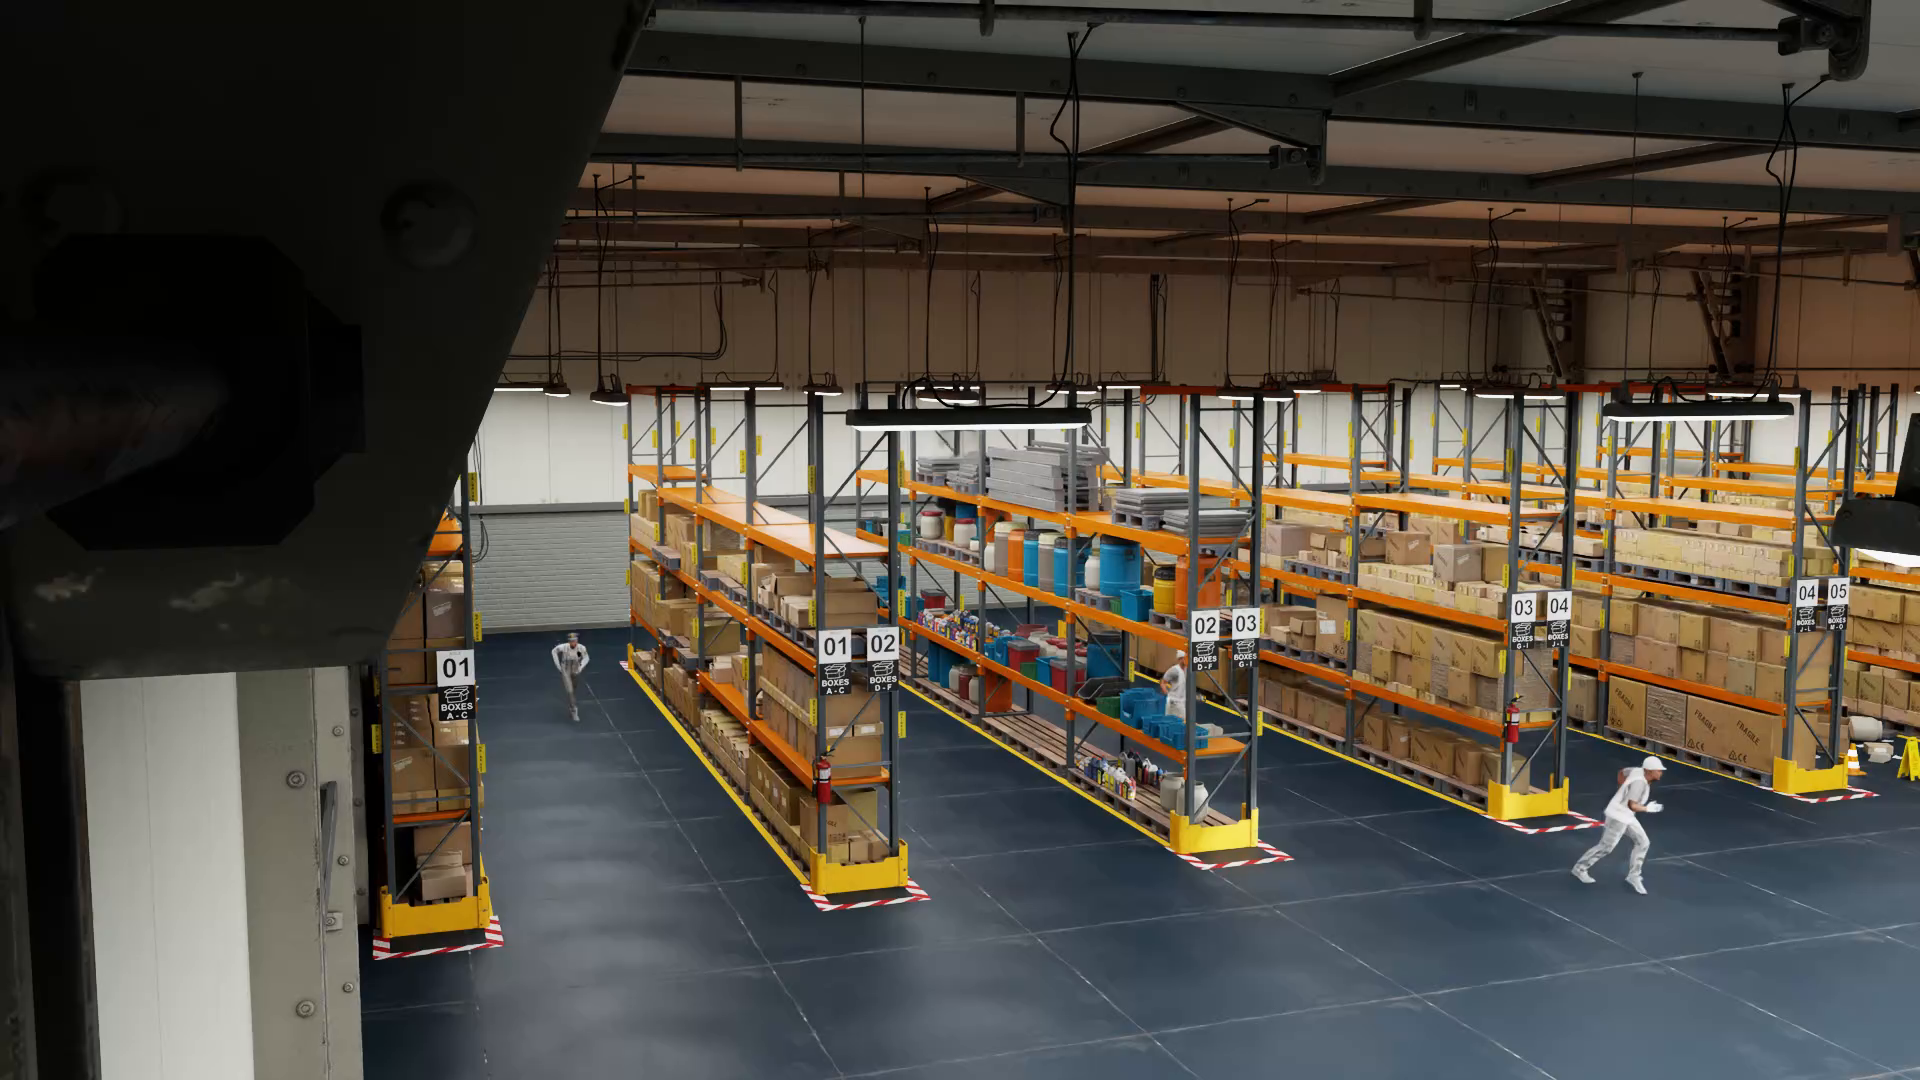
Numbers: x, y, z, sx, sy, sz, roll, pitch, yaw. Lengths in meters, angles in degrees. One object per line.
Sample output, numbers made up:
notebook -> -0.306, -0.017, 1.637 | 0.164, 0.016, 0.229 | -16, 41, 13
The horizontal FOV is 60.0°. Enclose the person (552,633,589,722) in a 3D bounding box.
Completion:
person -> -7.077, 2.445, 30.223 | 0.655, 1.628, 0.979 | -2, 6, -17

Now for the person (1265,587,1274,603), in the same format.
person -> 7.800, 1.307, 41.248 | 0.489, 1.557, 0.617 | 2, 6, 19

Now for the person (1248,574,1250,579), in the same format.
person -> 7.298, 1.299, 41.101 | 0.809, 1.617, 0.552 | -4, 7, -37

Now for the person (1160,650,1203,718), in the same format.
person -> 3.644, 2.651, 27.282 | 0.632, 1.732, 0.670 | 6, 8, 44

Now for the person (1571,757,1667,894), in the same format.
person -> 8.001, 3.443, 20.205 | 1.025, 1.723, 0.730 | 3, 6, 25
